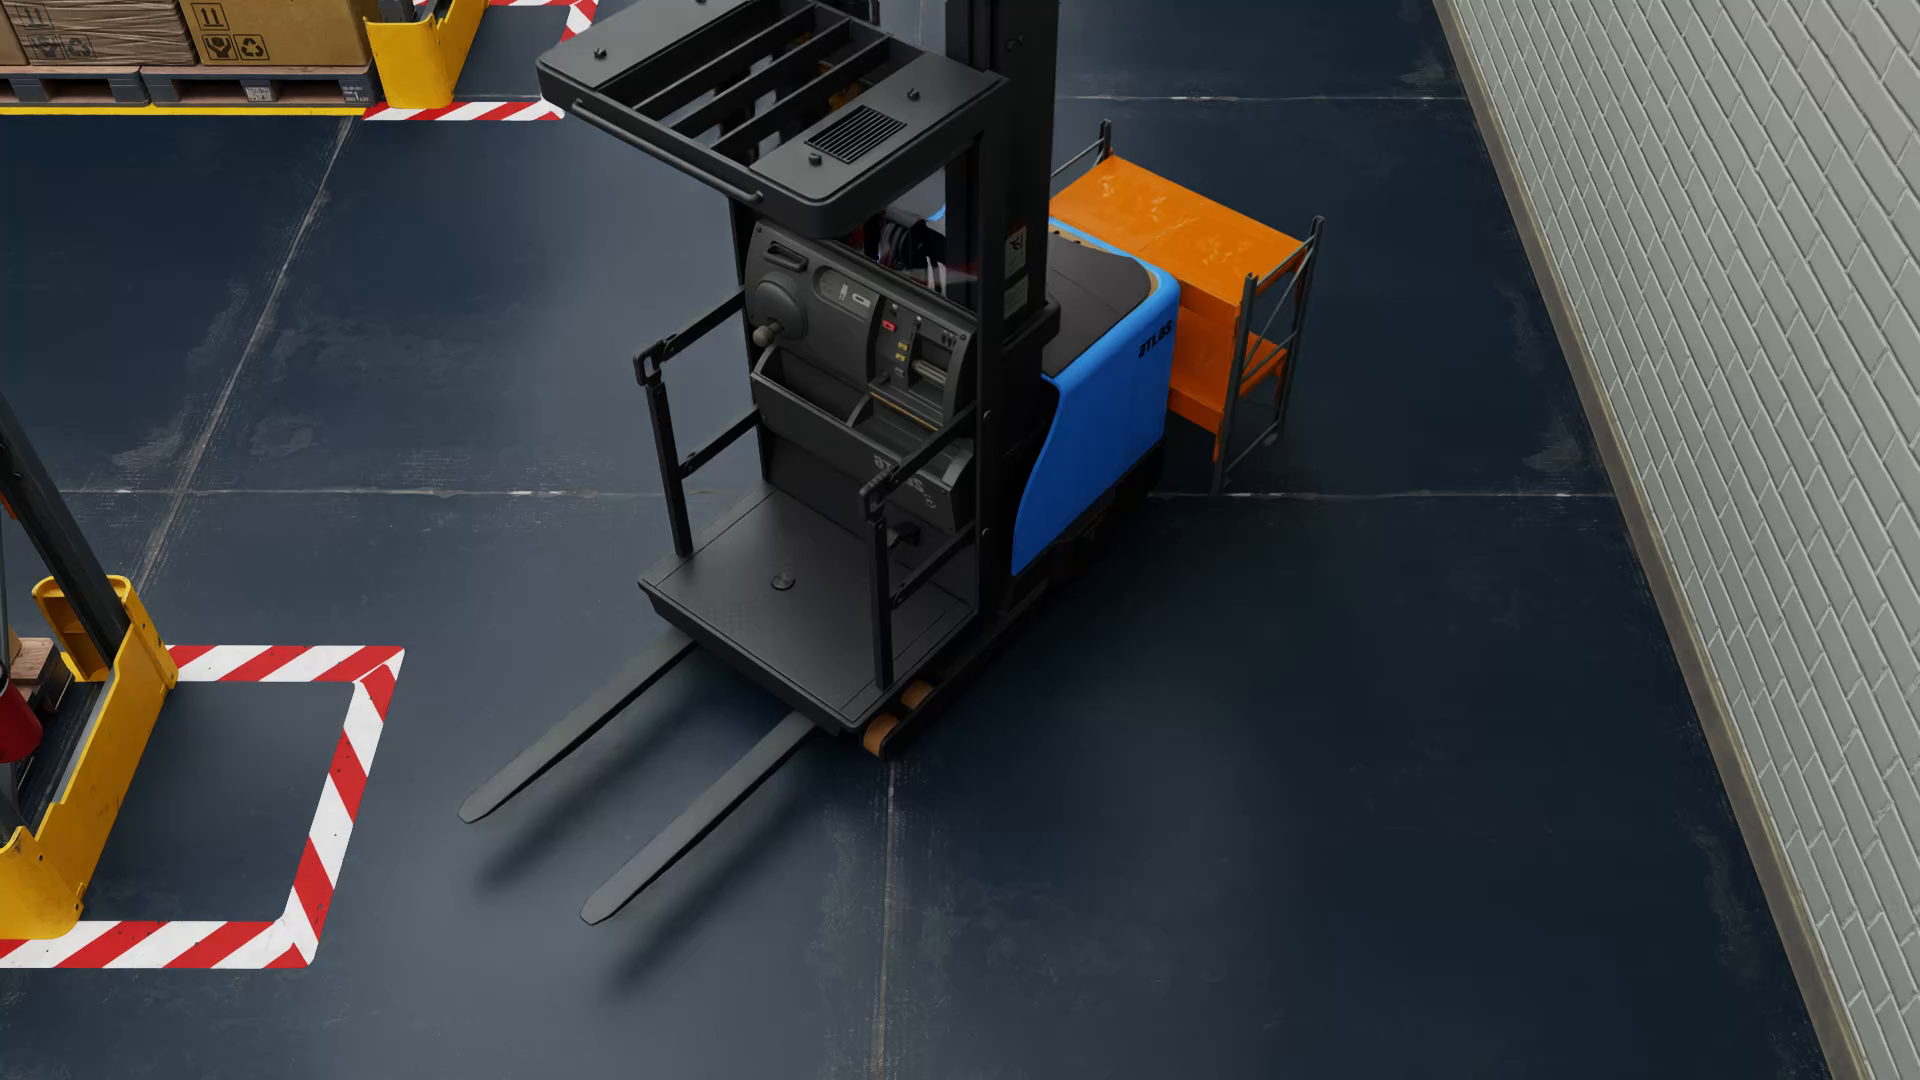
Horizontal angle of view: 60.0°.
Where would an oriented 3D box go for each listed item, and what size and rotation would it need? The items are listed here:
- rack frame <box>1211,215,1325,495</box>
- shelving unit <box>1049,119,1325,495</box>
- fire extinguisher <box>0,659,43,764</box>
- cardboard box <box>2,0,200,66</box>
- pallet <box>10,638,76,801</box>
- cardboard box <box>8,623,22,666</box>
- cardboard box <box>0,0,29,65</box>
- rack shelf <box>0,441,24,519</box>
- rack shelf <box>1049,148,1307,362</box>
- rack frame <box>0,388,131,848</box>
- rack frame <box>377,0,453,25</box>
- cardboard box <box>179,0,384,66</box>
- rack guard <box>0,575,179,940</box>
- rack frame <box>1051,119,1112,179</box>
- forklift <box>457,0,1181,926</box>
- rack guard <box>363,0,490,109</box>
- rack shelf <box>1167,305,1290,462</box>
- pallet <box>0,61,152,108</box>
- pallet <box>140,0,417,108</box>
[{"bbox_3d":[1.221,-0.716,6.646,0.032,1.125,0.500,32,54,26],"label":"rack frame"},{"bbox_3d":[0.834,-0.957,6.871,1.048,1.125,0.538,32,54,26],"label":"shelving unit"},{"bbox_3d":[-2.796,0.366,4.668,0.183,0.674,0.296,0,47,0],"label":"fire extinguisher"},{"bbox_3d":[-4.477,-3.121,8.771,0.875,0.875,0.875,0,47,0],"label":"cardboard box"},{"bbox_3d":[-3.935,0.796,5.865,1.213,0.211,1.003,0,47,0],"label":"pallet"},{"bbox_3d":[-3.569,0.466,5.927,0.250,0.149,0.380,1,47,1],"label":"cardboard box"},{"bbox_3d":[-5.367,-3.124,8.773,0.875,0.875,0.875,0,47,0],"label":"cardboard box"},{"bbox_3d":[-5.046,0.114,5.086,4.000,0.370,1.077,0,47,0],"label":"rack shelf"},{"bbox_3d":[0.835,-1.157,6.657,1.000,0.278,0.538,32,54,26],"label":"rack shelf"},{"bbox_3d":[-3.046,-0.126,4.818,0.127,3.000,1.000,0,47,0],"label":"rack frame"},{"bbox_3d":[-2.927,-3.756,8.197,0.127,3.000,1.000,0,47,0],"label":"rack frame"},{"bbox_3d":[-3.567,-3.119,8.768,0.875,0.875,0.875,0,47,0],"label":"cardboard box"},{"bbox_3d":[-3.122,0.725,5.733,0.348,0.500,1.175,0,47,0],"label":"rack guard"},{"bbox_3d":[0.447,-1.199,7.095,0.032,1.125,0.500,32,54,26],"label":"rack frame"},{"bbox_3d":[-0.479,-0.630,5.334,1.130,2.935,3.031,31,54,25],"label":"forklift"},{"bbox_3d":[-2.903,-2.905,9.112,0.348,0.500,1.175,0,47,0],"label":"rack guard"},{"bbox_3d":[0.833,-0.790,7.049,1.000,0.278,0.538,32,54,26],"label":"rack shelf"},{"bbox_3d":[-4.944,-2.757,9.172,1.213,0.211,1.003,0,47,0],"label":"pallet"},{"bbox_3d":[-3.727,-2.751,9.167,1.213,0.211,1.003,0,47,0],"label":"pallet"}]
